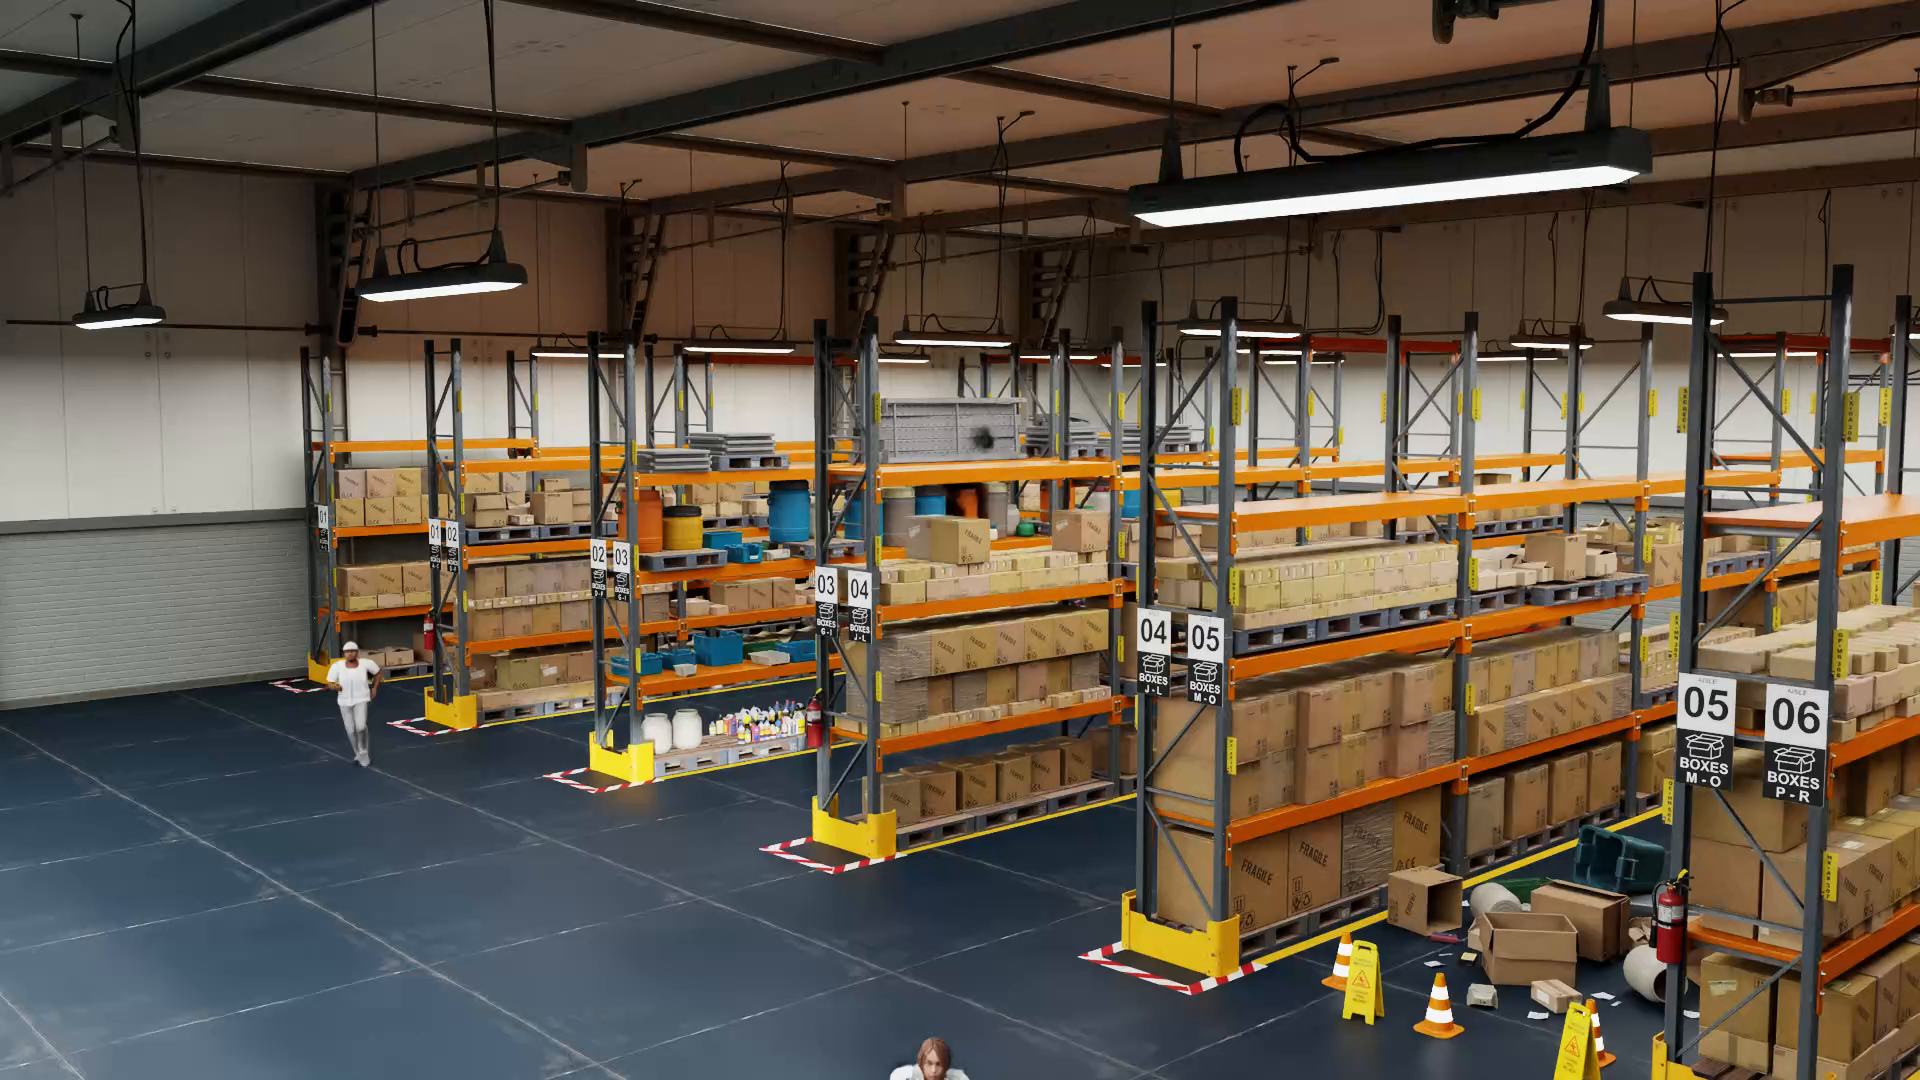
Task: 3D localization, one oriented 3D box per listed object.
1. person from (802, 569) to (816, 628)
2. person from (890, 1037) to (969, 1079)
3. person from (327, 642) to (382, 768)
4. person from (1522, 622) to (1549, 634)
[{"bbox_3d":[-2.944,1.285,33.975,0.631,1.843,0.735,5,7,43],"label":"person"},{"bbox_3d":[-0.132,3.548,9.561,0.536,1.596,0.886,0,5,-3],"label":"person"},{"bbox_3d":[-8.395,2.255,23.029,0.682,1.729,0.742,-1,5,-10],"label":"person"},{"bbox_3d":[9.138,1.999,26.474,0.531,1.689,0.673,-4,6,-39],"label":"person"}]
